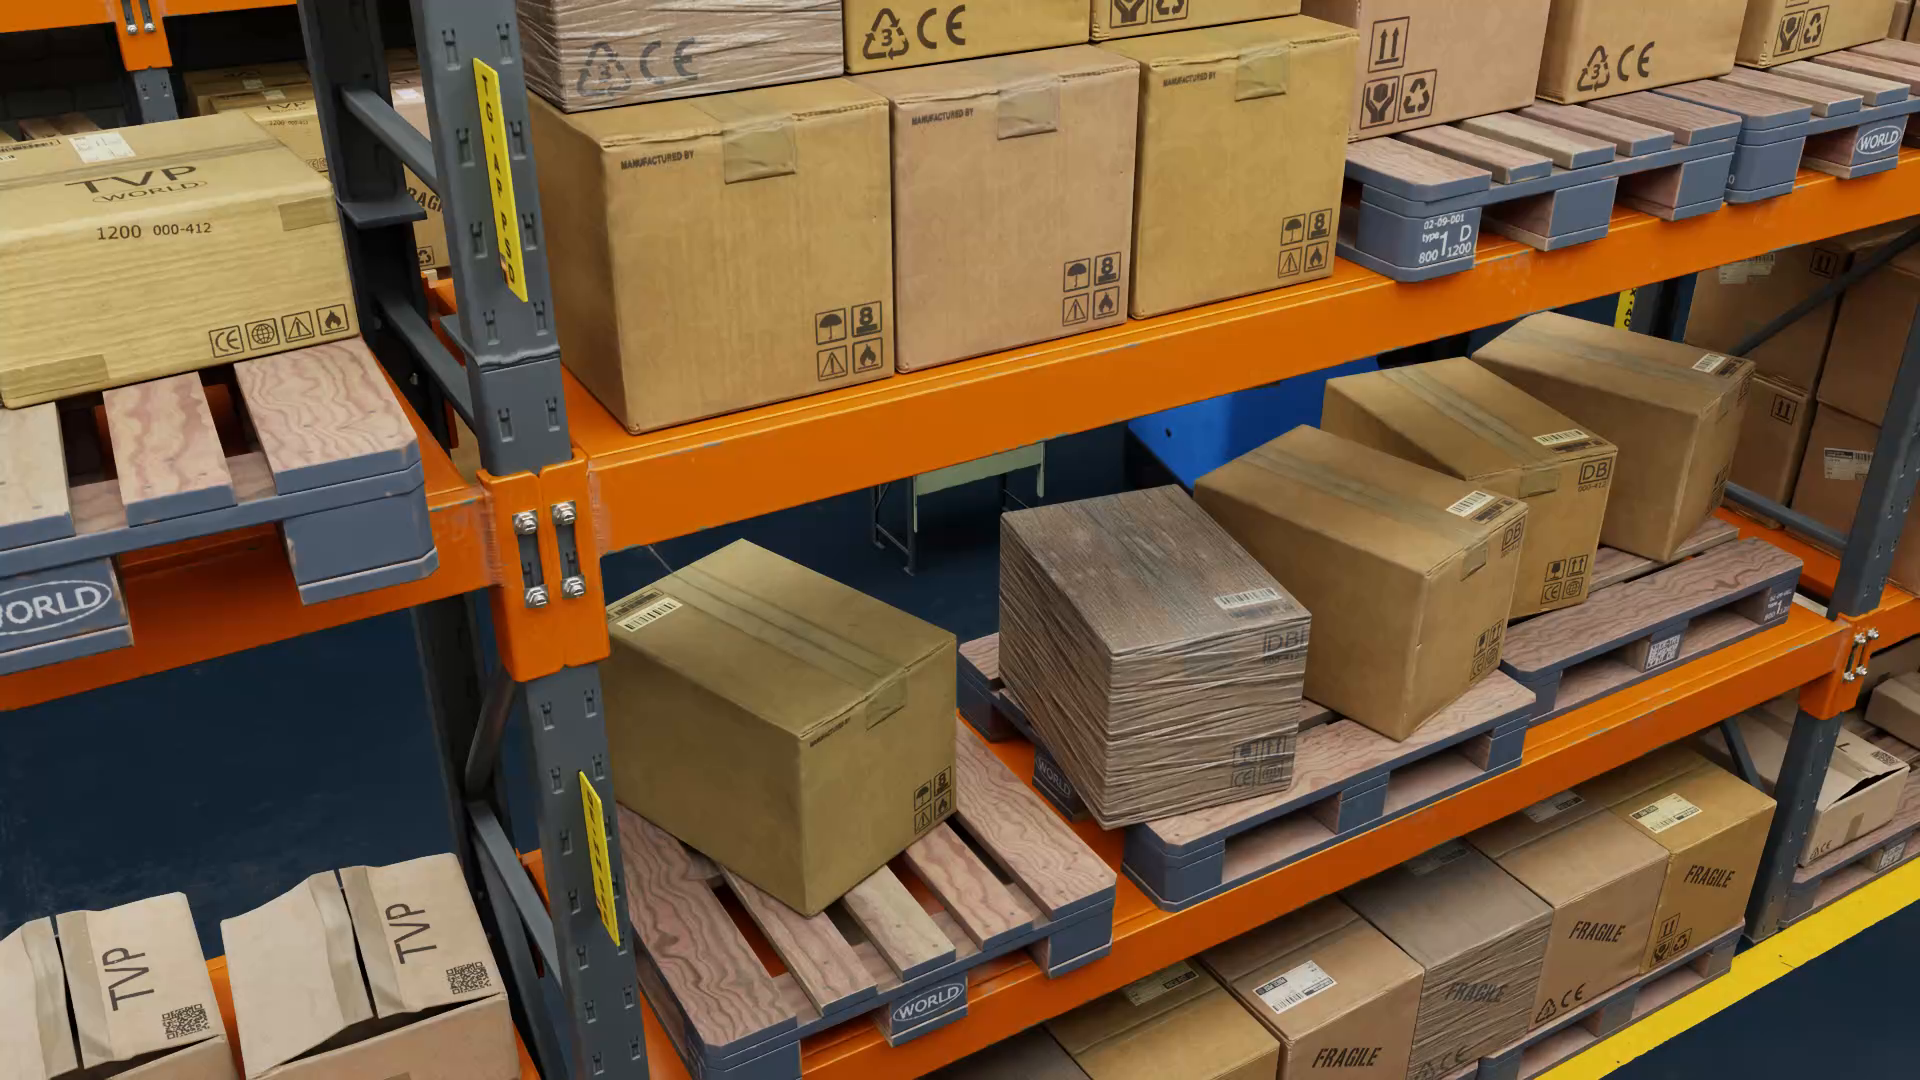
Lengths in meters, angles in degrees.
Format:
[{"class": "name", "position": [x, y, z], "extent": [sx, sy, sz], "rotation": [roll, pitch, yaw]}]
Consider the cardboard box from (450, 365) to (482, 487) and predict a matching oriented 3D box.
[{"class": "cardboard box", "position": [-2.731, -0.591, 8.006], "extent": [0.750, 0.750, 0.750], "rotation": [-16, 33, -27]}]

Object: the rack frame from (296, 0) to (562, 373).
[{"class": "rack frame", "position": [-0.918, -1.787, 2.174], "extent": [0.127, 3.000, 1.000], "rotation": [-16, 33, -26]}]

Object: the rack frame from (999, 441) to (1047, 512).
[{"class": "rack frame", "position": [0.310, -0.745, 8.047], "extent": [0.023, 1.500, 0.400], "rotation": [-16, 33, -26]}]

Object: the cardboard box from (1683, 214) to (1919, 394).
[{"class": "cardboard box", "position": [2.835, -0.852, 5.552], "extent": [0.500, 0.500, 0.500], "rotation": [-16, 33, -26]}]

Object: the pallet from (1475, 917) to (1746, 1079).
[{"class": "pallet", "position": [1.848, 1.297, 5.682], "extent": [1.213, 0.211, 1.003], "rotation": [-16, 33, -26]}]

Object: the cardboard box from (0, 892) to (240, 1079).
[{"class": "cardboard box", "position": [-1.787, 1.017, 3.395], "extent": [0.500, 0.311, 0.500], "rotation": [-16, 33, -27]}]

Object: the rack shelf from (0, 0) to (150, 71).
[{"class": "rack shelf", "position": [-5.155, -1.732, 5.923], "extent": [4.000, 0.370, 1.077], "rotation": [-16, 33, -26]}]

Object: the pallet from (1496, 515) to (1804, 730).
[{"class": "pallet", "position": [1.786, 0.095, 5.172], "extent": [1.213, 0.211, 1.003], "rotation": [-16, 33, -26]}]

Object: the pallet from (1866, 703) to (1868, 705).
[{"class": "pallet", "position": [4.176, 0.613, 6.920], "extent": [1.213, 0.211, 1.003], "rotation": [-16, 33, -26]}]

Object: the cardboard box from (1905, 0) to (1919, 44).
[{"class": "cardboard box", "position": [3.075, -1.403, 4.738], "extent": [0.500, 0.250, 0.500], "rotation": [-16, 33, -26]}]

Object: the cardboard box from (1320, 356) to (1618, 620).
[{"class": "cardboard box", "position": [1.448, -0.149, 4.878], "extent": [0.500, 0.500, 0.700], "rotation": [-11, 31, -19]}]

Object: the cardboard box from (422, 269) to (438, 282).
[{"class": "cardboard box", "position": [-2.536, -1.194, 7.548], "extent": [0.250, 0.149, 0.380], "rotation": [-15, 32, -25]}]

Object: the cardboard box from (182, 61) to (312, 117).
[{"class": "cardboard box", "position": [-3.171, -1.953, 7.476], "extent": [0.500, 0.250, 0.500], "rotation": [-15, 32, -25]}]

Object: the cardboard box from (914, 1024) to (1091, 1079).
[{"class": "cardboard box", "position": [0.068, 1.619, 4.344], "extent": [0.500, 0.500, 0.500], "rotation": [-17, 33, -28]}]

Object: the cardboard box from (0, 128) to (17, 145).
[{"class": "cardboard box", "position": [-3.983, -1.561, 6.745], "extent": [0.250, 0.149, 0.380], "rotation": [-22, 36, -34]}]

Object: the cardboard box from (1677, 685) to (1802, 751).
[{"class": "cardboard box", "position": [2.878, 0.505, 6.362], "extent": [0.500, 0.500, 0.500], "rotation": [-16, 33, -26]}]

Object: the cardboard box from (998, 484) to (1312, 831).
[{"class": "cardboard box", "position": [0.453, 0.267, 4.124], "extent": [0.500, 0.500, 0.700], "rotation": [-10, 30, -17]}]

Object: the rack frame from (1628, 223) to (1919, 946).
[{"class": "rack frame", "position": [2.531, -0.139, 5.398], "extent": [0.127, 3.000, 1.000], "rotation": [-16, 33, -26]}]

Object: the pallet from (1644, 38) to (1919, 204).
[{"class": "pallet", "position": [1.933, -1.240, 4.482], "extent": [1.003, 0.211, 1.213], "rotation": [-16, 33, -26]}]

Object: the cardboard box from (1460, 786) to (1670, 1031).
[{"class": "cardboard box", "position": [1.820, 1.120, 5.247], "extent": [0.500, 0.500, 0.500], "rotation": [-16, 33, -26]}]

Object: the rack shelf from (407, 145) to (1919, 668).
[{"class": "rack shelf", "position": [0.806, -0.648, 3.960], "extent": [4.000, 0.370, 1.077], "rotation": [-16, 33, -26]}]

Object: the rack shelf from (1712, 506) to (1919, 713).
[{"class": "rack shelf", "position": [4.255, -0.314, 6.459], "extent": [4.000, 0.370, 1.077], "rotation": [-16, 33, -26]}]

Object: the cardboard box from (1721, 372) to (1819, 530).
[{"class": "cardboard box", "position": [2.831, -0.412, 5.789], "extent": [0.500, 0.500, 0.500], "rotation": [-15, 32, -26]}]

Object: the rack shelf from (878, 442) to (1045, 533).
[{"class": "rack shelf", "position": [-0.006, -0.370, 8.042], "extent": [0.720, 0.370, 0.431], "rotation": [-16, 33, -26]}]

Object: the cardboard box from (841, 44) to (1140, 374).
[{"class": "cardboard box", "position": [-0.119, -0.763, 3.320], "extent": [0.500, 0.500, 0.910], "rotation": [-16, 33, -26]}]

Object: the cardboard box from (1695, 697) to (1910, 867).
[{"class": "cardboard box", "position": [3.002, 0.833, 5.964], "extent": [0.500, 0.311, 0.500], "rotation": [-16, 33, -26]}]

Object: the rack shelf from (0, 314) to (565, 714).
[{"class": "rack shelf", "position": [-2.643, 0.331, 2.186], "extent": [4.000, 0.370, 1.077], "rotation": [-16, 33, -26]}]

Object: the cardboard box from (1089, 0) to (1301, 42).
[{"class": "cardboard box", "position": [0.341, -1.309, 3.274], "extent": [0.500, 0.500, 0.500], "rotation": [-16, 33, -26]}]

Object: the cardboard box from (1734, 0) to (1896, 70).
[{"class": "cardboard box", "position": [2.059, -1.631, 4.356], "extent": [0.600, 0.600, 0.600], "rotation": [-19, 34, -31]}]

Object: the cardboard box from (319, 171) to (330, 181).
[{"class": "cardboard box", "position": [-2.883, -1.418, 7.283], "extent": [0.500, 0.500, 0.500], "rotation": [-15, 32, -25]}]

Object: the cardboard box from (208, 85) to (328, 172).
[{"class": "cardboard box", "position": [-2.884, -1.745, 7.099], "extent": [0.500, 0.250, 0.500], "rotation": [-15, 32, -25]}]

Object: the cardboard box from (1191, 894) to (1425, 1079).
[{"class": "cardboard box", "position": [0.950, 1.368, 4.798], "extent": [0.500, 0.500, 0.500], "rotation": [-17, 33, -28]}]

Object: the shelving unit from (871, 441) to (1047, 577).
[{"class": "shelving unit", "position": [-0.006, -0.655, 7.885], "extent": [0.755, 1.500, 0.431], "rotation": [-16, 33, -26]}]

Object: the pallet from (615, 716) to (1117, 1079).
[{"class": "pallet", "position": [-0.369, 0.729, 4.024], "extent": [1.003, 0.211, 1.213], "rotation": [-16, 33, -26]}]

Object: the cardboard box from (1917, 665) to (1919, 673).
[{"class": "cardboard box", "position": [4.148, 0.299, 6.732], "extent": [0.637, 0.503, 0.797], "rotation": [-16, 33, -26]}]

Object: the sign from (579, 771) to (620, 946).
[{"class": "sign", "position": [-0.634, 0.563, 2.926], "extent": [0.005, 0.325, 0.100], "rotation": [-16, 33, -26]}]

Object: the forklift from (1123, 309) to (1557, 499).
[{"class": "forklift", "position": [2.436, -1.632, 8.174], "extent": [3.031, 2.935, 1.130], "rotation": [-9, 30, -16]}]

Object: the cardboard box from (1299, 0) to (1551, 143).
[{"class": "cardboard box", "position": [0.910, -1.304, 3.762], "extent": [0.600, 0.600, 0.600], "rotation": [-17, 33, -28]}]

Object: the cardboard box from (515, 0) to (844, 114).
[{"class": "cardboard box", "position": [-0.539, -1.059, 2.822], "extent": [0.500, 0.500, 0.500], "rotation": [-16, 33, -26]}]
